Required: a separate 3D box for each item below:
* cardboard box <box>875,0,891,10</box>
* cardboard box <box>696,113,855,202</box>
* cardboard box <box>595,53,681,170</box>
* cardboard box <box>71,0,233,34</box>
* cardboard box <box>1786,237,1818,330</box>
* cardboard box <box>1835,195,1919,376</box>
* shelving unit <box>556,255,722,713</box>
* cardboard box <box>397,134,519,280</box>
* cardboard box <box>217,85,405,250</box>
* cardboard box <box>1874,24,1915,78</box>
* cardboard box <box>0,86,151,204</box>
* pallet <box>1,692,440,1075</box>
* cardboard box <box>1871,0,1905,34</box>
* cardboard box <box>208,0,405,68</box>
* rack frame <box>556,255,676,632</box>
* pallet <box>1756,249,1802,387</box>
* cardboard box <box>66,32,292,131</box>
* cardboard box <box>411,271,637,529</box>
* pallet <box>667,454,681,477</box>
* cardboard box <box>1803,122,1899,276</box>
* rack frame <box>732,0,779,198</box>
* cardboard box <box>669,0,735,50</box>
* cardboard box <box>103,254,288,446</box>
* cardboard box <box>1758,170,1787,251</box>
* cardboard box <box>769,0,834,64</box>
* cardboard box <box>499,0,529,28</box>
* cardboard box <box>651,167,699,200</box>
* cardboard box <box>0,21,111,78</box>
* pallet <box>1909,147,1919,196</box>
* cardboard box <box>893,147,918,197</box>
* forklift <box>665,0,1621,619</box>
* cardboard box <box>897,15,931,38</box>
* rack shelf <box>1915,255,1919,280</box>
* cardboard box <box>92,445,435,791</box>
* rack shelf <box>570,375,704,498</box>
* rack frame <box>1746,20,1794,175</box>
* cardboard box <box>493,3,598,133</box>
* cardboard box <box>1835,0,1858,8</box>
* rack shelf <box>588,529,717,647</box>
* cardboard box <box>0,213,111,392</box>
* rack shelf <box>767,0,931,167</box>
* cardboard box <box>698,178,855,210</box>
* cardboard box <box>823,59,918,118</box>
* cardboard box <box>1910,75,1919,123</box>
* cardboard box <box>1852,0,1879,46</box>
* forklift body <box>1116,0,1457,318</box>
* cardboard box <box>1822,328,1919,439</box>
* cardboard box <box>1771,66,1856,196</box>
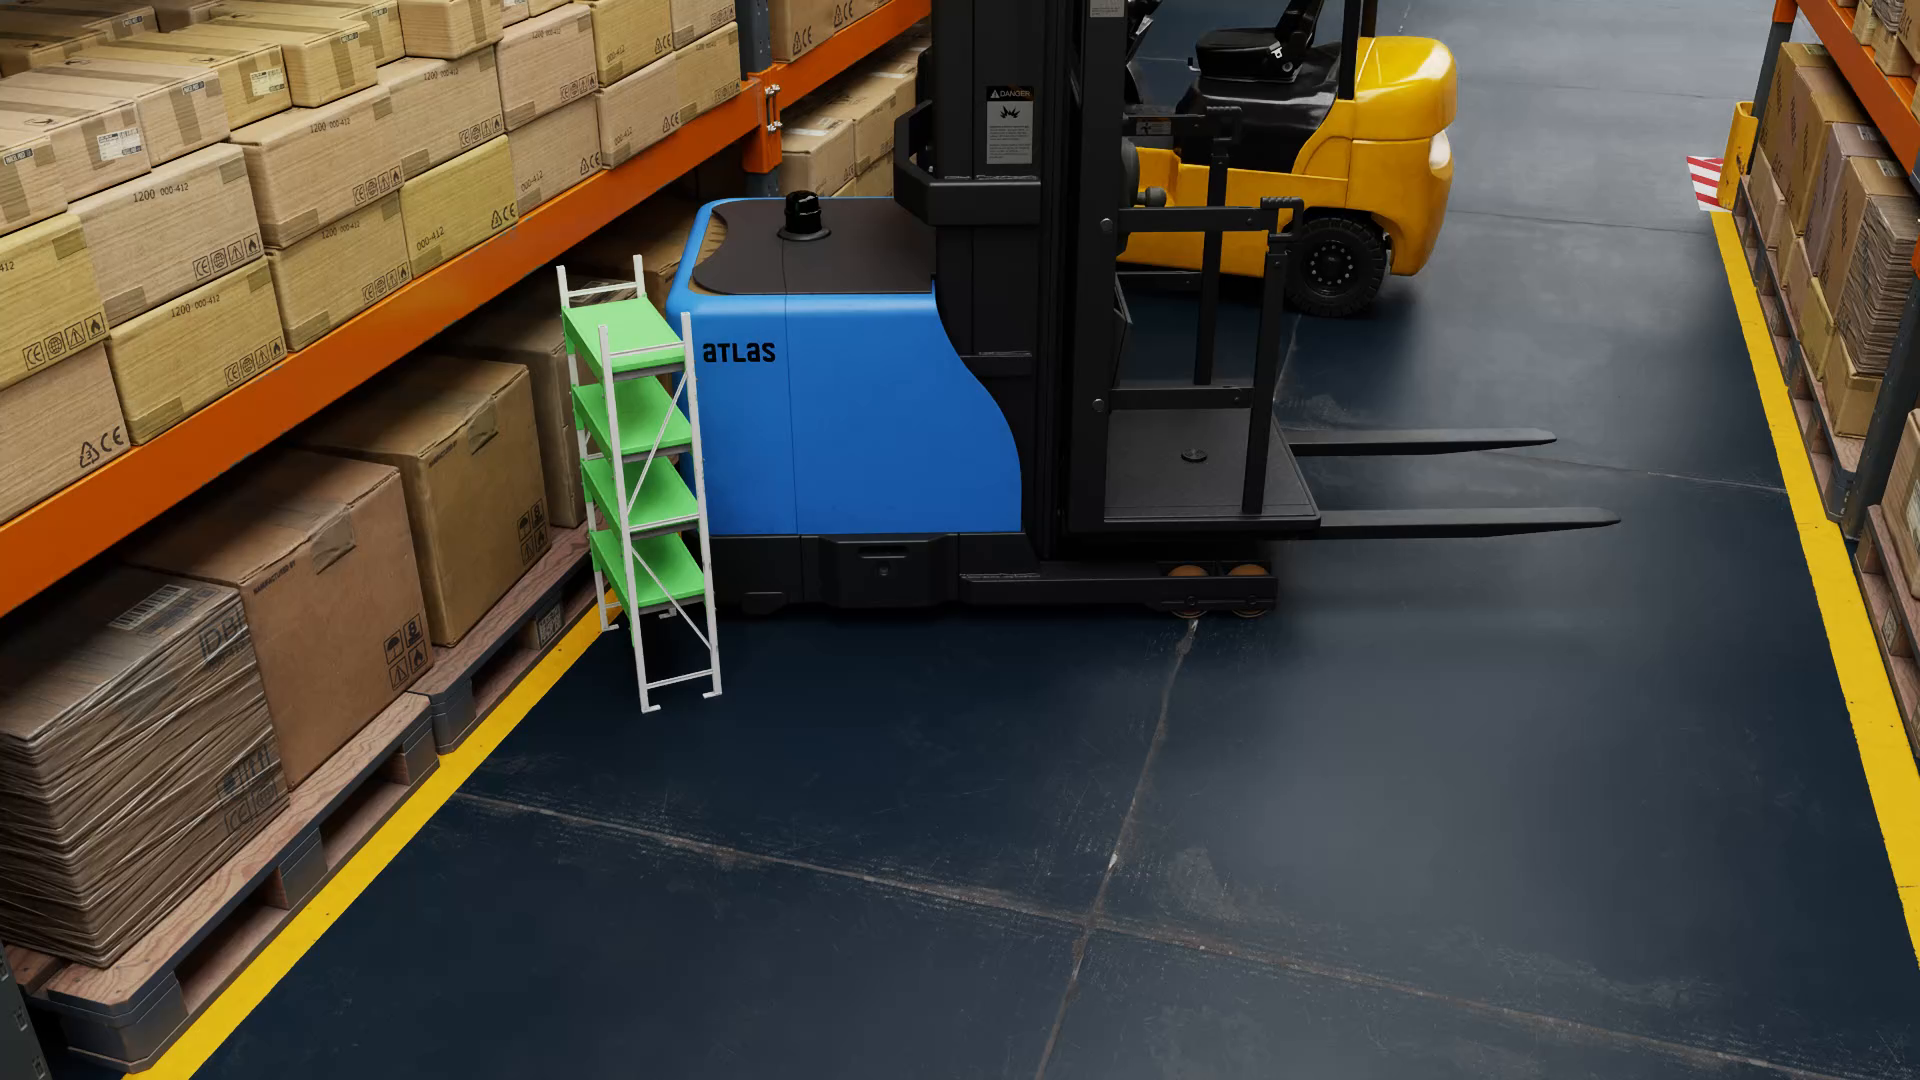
[{"bbox_3d":[-0.532,-2.661,7.345,0.500,0.500,0.500,8,30,14],"label":"cardboard box"},{"bbox_3d":[-0.754,-1.567,6.850,0.500,0.250,0.500,8,30,14],"label":"cardboard box"},{"bbox_3d":[-1.236,-1.397,5.330,0.500,0.250,0.500,8,30,15],"label":"cardboard box"},{"bbox_3d":[-2.036,-1.333,4.291,0.380,0.149,0.250,9,30,16],"label":"cardboard box"},{"bbox_3d":[3.767,-1.041,6.933,0.500,0.250,0.500,9,30,16],"label":"cardboard box"},{"bbox_3d":[3.467,-0.885,5.880,0.500,0.500,0.500,8,30,14],"label":"cardboard box"},{"bbox_3d":[-0.918,-0.154,4.793,0.258,1.200,0.503,-12,31,-21],"label":"shelving unit"},{"bbox_3d":[-1.556,-0.930,4.490,0.500,0.250,0.500,9,30,16],"label":"cardboard box"},{"bbox_3d":[-1.687,-0.907,3.935,0.500,0.250,0.500,8,30,14],"label":"cardboard box"},{"bbox_3d":[3.648,-1.818,6.190,0.380,0.149,0.250,8,30,14],"label":"cardboard box"},{"bbox_3d":[-1.867,-0.790,3.315,0.380,0.149,0.250,9,30,16],"label":"cardboard box"},{"bbox_3d":[-2.091,0.732,4.217,1.003,0.211,1.213,8,30,15],"label":"pallet"},{"bbox_3d":[3.735,-2.160,6.138,0.500,0.500,0.500,9,30,16],"label":"cardboard box"},{"bbox_3d":[-1.642,-1.279,4.193,0.380,0.149,0.250,8,30,15],"label":"cardboard box"},{"bbox_3d":[-1.019,-0.263,4.987,0.240,1.200,0.015,-12,31,-21],"label":"rack frame"},{"bbox_3d":[4.070,-0.929,7.203,1.003,0.211,1.213,8,30,15],"label":"pallet"},{"bbox_3d":[-1.757,-1.034,3.754,0.380,0.149,0.250,9,30,15],"label":"cardboard box"},{"bbox_3d":[-1.574,-0.511,5.593,0.875,0.625,0.625,8,30,14],"label":"cardboard box"},{"bbox_3d":[-1.375,-0.402,6.255,1.003,0.211,1.213,8,30,15],"label":"pallet"},{"bbox_3d":[3.763,-1.359,6.732,0.500,0.500,0.500,10,31,18],"label":"cardboard box"},{"bbox_3d":[-1.196,-1.968,6.203,1.000,3.000,0.127,8,30,15],"label":"rack frame"},{"bbox_3d":[-1.096,-1.857,5.642,0.500,0.250,0.500,8,30,14],"label":"cardboard box"},{"bbox_3d":[-1.854,-0.448,3.625,0.500,0.250,0.500,8,30,14],"label":"cardboard box"},{"bbox_3d":[4.066,-1.531,7.813,0.500,0.250,0.500,10,30,17],"label":"cardboard box"},{"bbox_3d":[-0.816,-2.181,6.482,0.500,0.500,0.500,8,30,13],"label":"cardboard box"},{"bbox_3d":[-1.431,-1.507,4.604,0.380,0.149,0.250,9,30,15],"label":"cardboard box"},{"bbox_3d":[-1.237,-1.644,6.987,0.500,0.250,0.500,9,30,16],"label":"cardboard box"},{"bbox_3d":[-2.207,-1.100,3.872,0.380,0.149,0.250,8,30,15],"label":"cardboard box"},{"bbox_3d":[3.187,-0.844,4.378,1.003,0.211,1.213,8,30,15],"label":"pallet"},{"bbox_3d":[-0.454,-1.816,7.811,0.500,0.250,0.500,8,30,14],"label":"cardboard box"},{"bbox_3d":[0.627,-1.289,5.053,3.031,2.935,1.130,-1,29,-1],"label":"forklift"},{"bbox_3d":[-0.142,-2.514,8.551,0.500,0.250,0.500,9,30,16],"label":"cardboard box"},{"bbox_3d":[2.963,-0.018,3.437,1.077,0.370,4.000,8,30,15],"label":"rack shelf"},{"bbox_3d":[-1.990,0.152,4.402,0.875,0.625,0.625,9,30,17],"label":"cardboard box"},{"bbox_3d":[-0.918,-0.308,4.708,0.258,0.148,0.480,-12,31,-21],"label":"rack shelf"},{"bbox_3d":[4.724,-3.121,8.274,1.000,3.000,0.127,8,30,15],"label":"rack frame"},{"bbox_3d":[-1.396,-1.380,4.785,0.500,0.250,0.500,9,30,16],"label":"cardboard box"},{"bbox_3d":[4.048,-2.415,7.264,0.380,0.149,0.250,9,30,16],"label":"cardboard box"},{"bbox_3d":[-0.918,0.111,4.941,0.258,0.148,0.480,-12,31,-21],"label":"rack shelf"},{"bbox_3d":[-1.983,-0.430,3.078,0.500,0.250,0.500,8,30,15],"label":"cardboard box"},{"bbox_3d":[-0.609,-2.584,8.049,1.077,0.370,4.000,8,30,15],"label":"rack shelf"},{"bbox_3d":[-0.759,-1.350,6.973,0.500,0.250,0.500,8,30,15],"label":"cardboard box"},{"bbox_3d":[-0.459,-2.036,7.693,0.500,0.250,0.500,10,30,17],"label":"cardboard box"},{"bbox_3d":[3.420,-1.462,5.551,0.380,0.149,0.250,9,30,16],"label":"cardboard box"},{"bbox_3d":[3.793,-2.057,6.620,0.380,0.149,0.250,9,30,15],"label":"cardboard box"},{"bbox_3d":[1.165,-2.315,7.699,2.313,2.155,1.214,8,30,15],"label":"forklift body"},{"bbox_3d":[3.467,-0.557,6.062,0.500,0.250,0.500,10,31,17],"label":"cardboard box"},{"bbox_3d":[4.067,-1.840,7.598,0.500,0.500,0.500,7,30,13],"label":"cardboard box"}]
